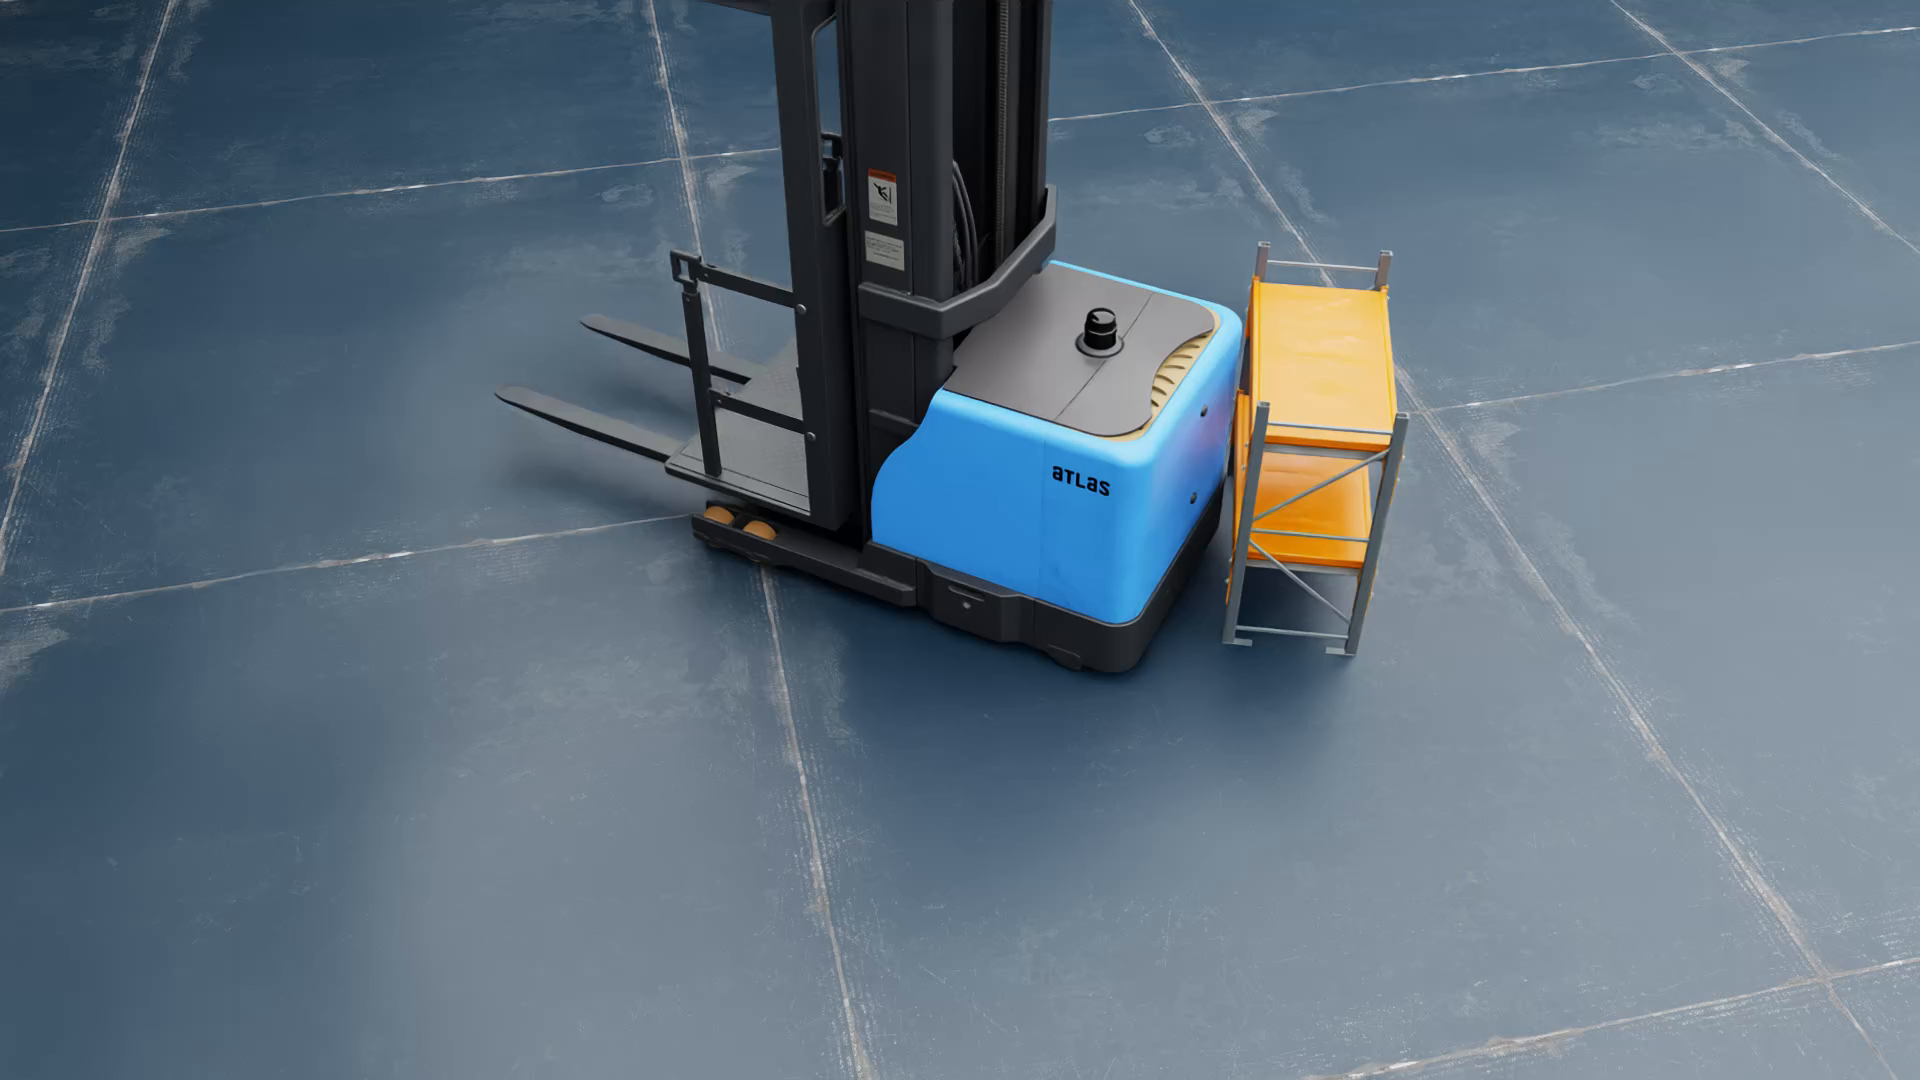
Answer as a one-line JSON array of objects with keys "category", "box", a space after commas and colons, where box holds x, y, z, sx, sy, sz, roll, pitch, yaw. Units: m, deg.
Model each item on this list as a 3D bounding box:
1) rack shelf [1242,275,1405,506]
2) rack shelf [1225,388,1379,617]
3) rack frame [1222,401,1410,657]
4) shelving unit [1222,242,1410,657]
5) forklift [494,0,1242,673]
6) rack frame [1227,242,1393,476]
[{"category": "rack shelf", "box": [1.314, -0.567, 6.100, 0.538, 0.278, 1.000, 5, 42, 6]}, {"category": "rack shelf", "box": [1.314, -0.165, 6.457, 0.538, 0.278, 1.000, 5, 42, 6]}, {"category": "rack frame", "box": [1.244, -0.014, 5.918, 0.500, 1.125, 0.032, 5, 42, 6]}, {"category": "shelving unit", "box": [1.314, -0.348, 6.295, 0.538, 1.125, 1.048, 5, 42, 6]}, {"category": "forklift", "box": [-0.501, -1.299, 6.005, 3.031, 2.935, 1.130, 19, 45, 20]}, {"category": "rack frame", "box": [1.383, -0.682, 6.671, 0.500, 1.125, 0.032, 5, 42, 6]}]
